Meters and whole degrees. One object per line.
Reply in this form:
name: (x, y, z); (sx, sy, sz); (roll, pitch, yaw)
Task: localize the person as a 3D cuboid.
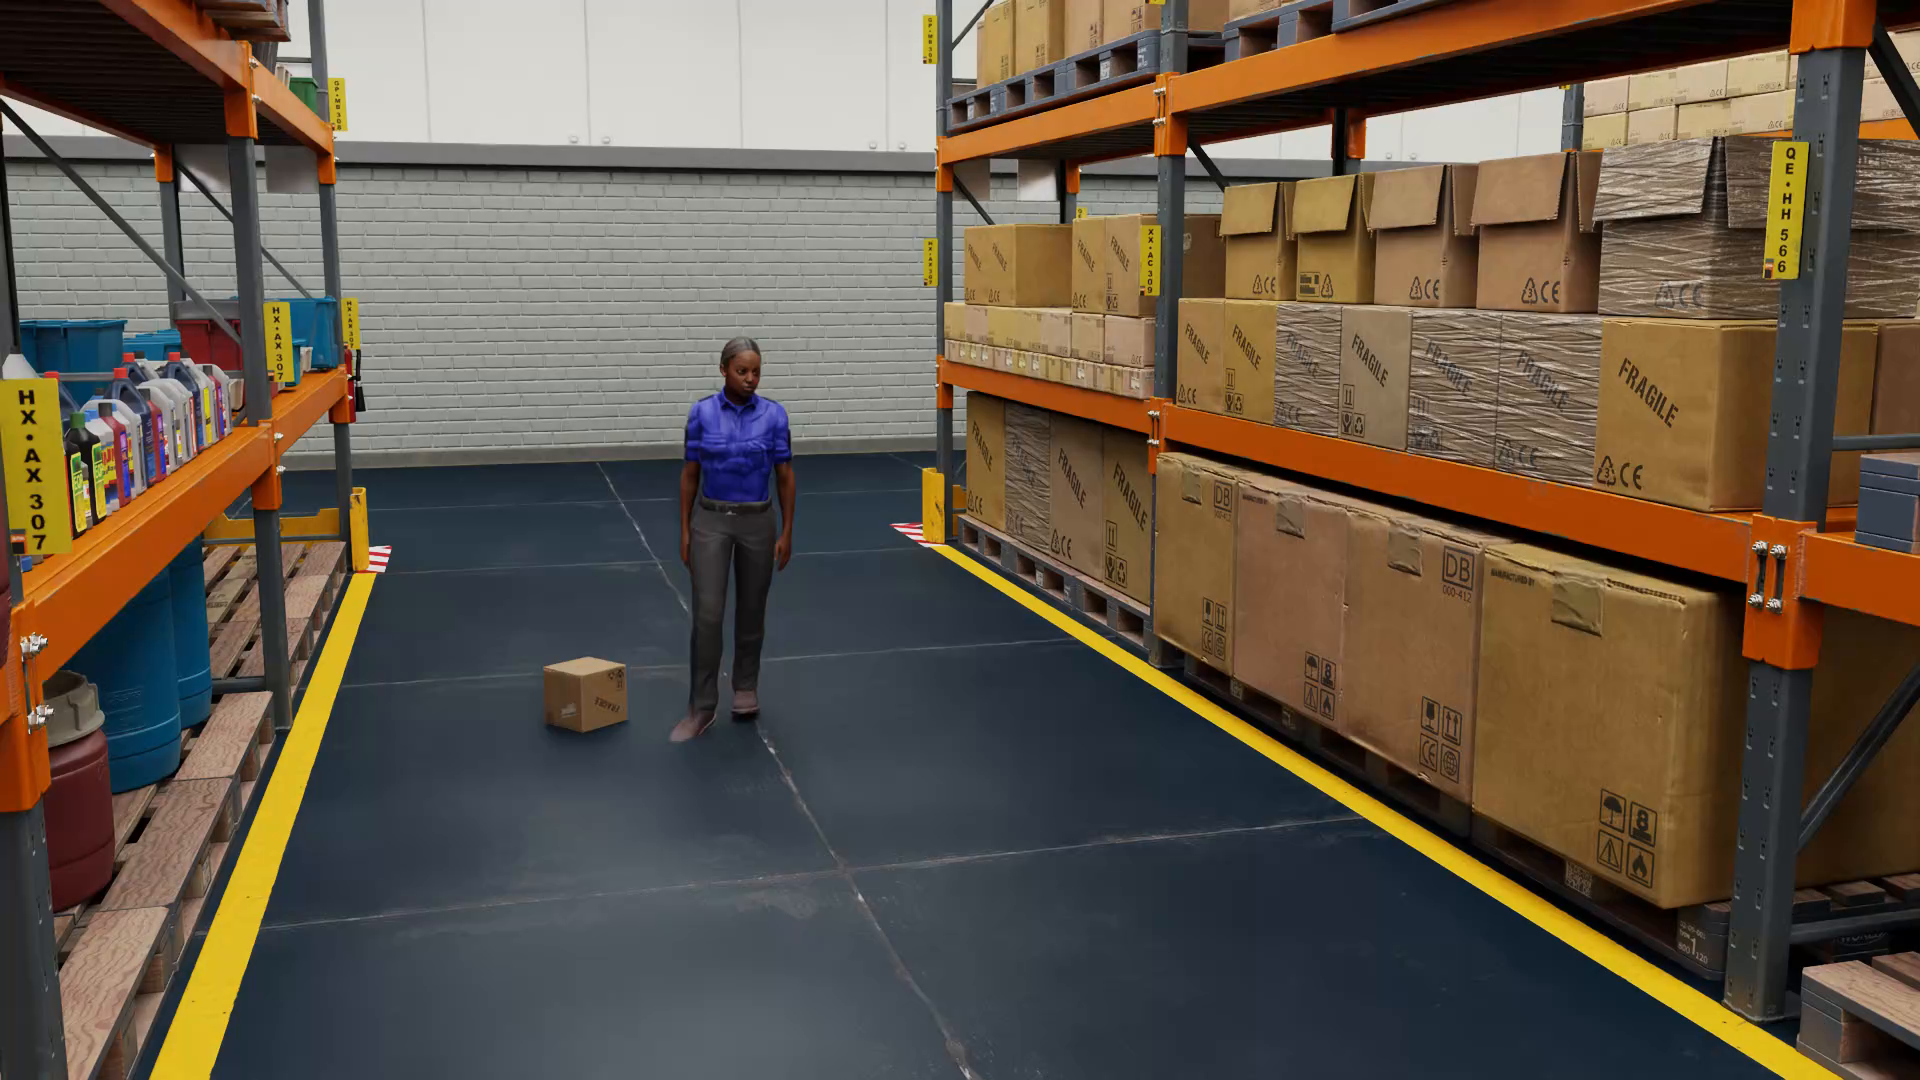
person: (-0.988, -0.007, 7.055); (0.572, 1.711, 0.540); (-2, 10, -12)
